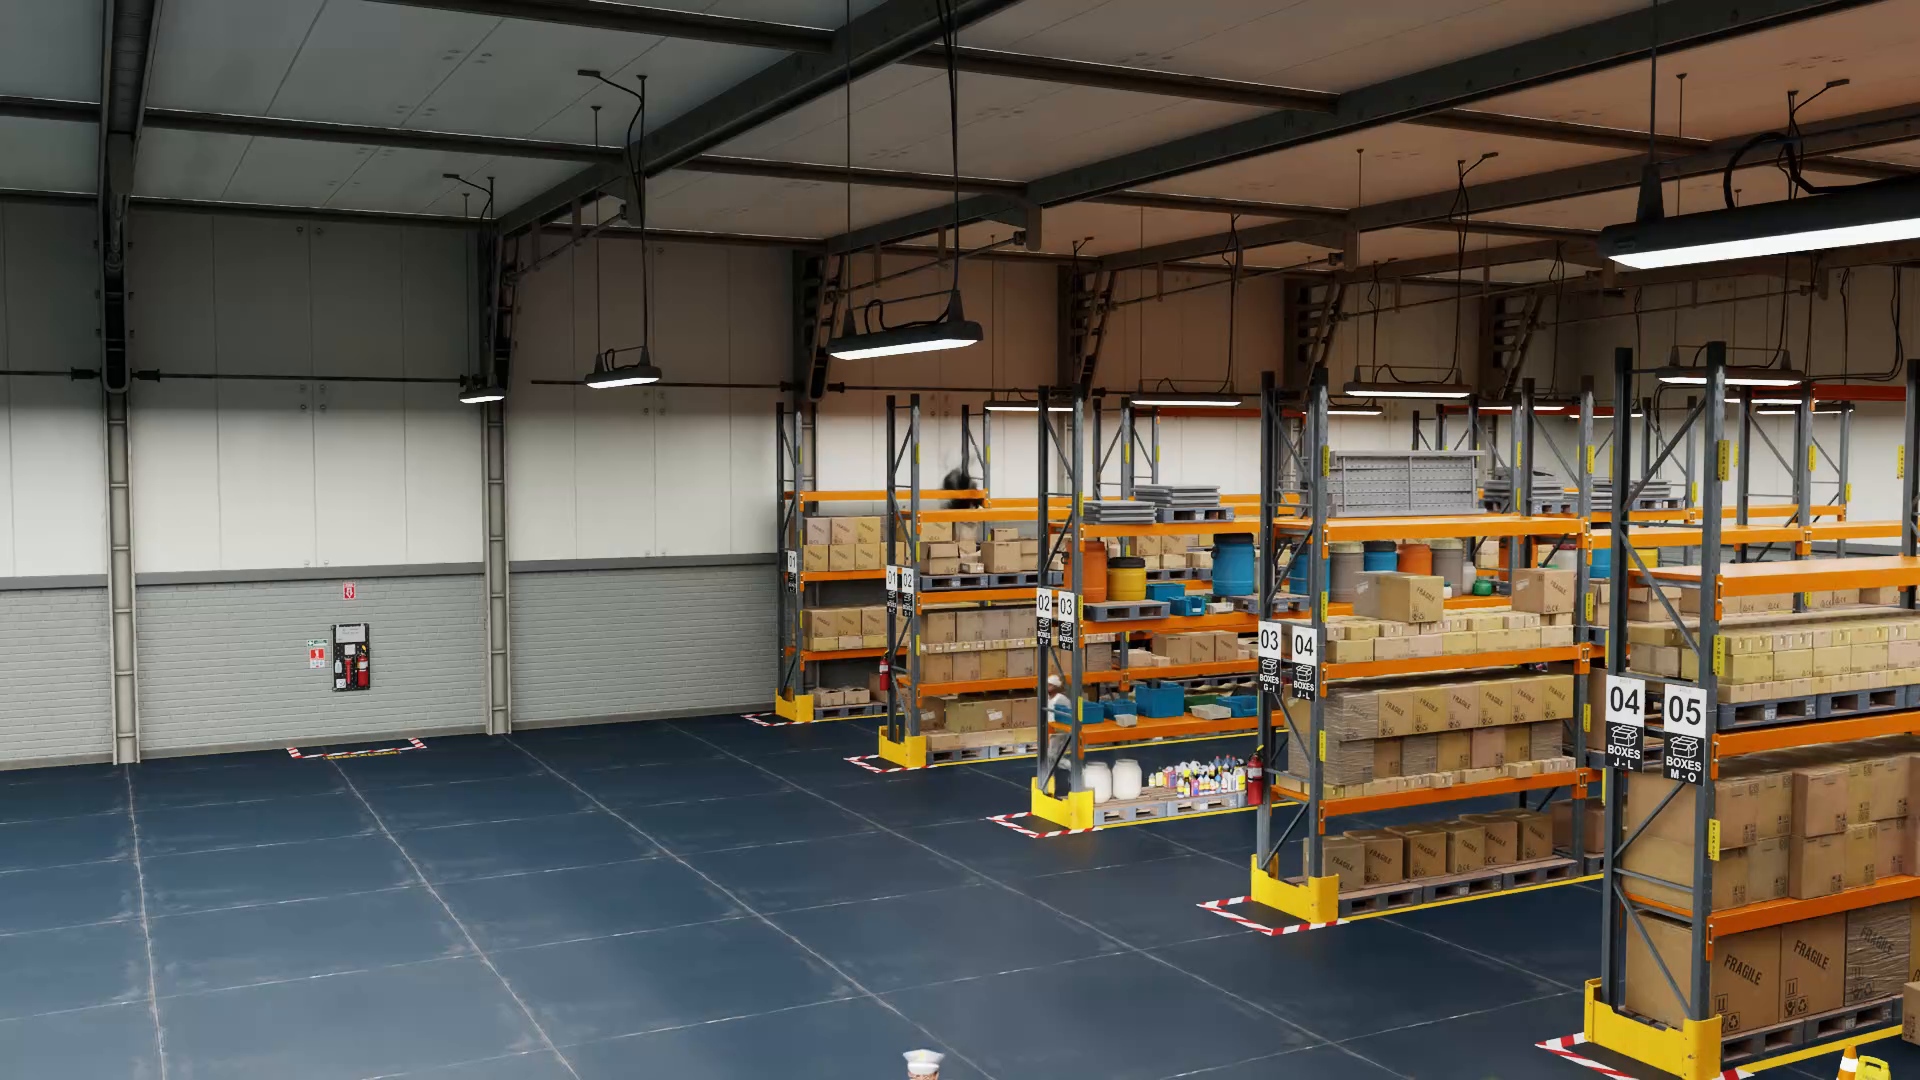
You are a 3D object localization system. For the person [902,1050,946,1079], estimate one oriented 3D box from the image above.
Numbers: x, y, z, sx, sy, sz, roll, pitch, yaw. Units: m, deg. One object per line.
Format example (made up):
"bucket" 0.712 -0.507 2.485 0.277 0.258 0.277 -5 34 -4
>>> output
"person" -0.223 3.764 9.583 0.554 1.741 0.818 0 3 1

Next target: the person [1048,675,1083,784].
"person" 1.470 2.894 24.845 0.772 1.764 0.690 -2 4 -30
